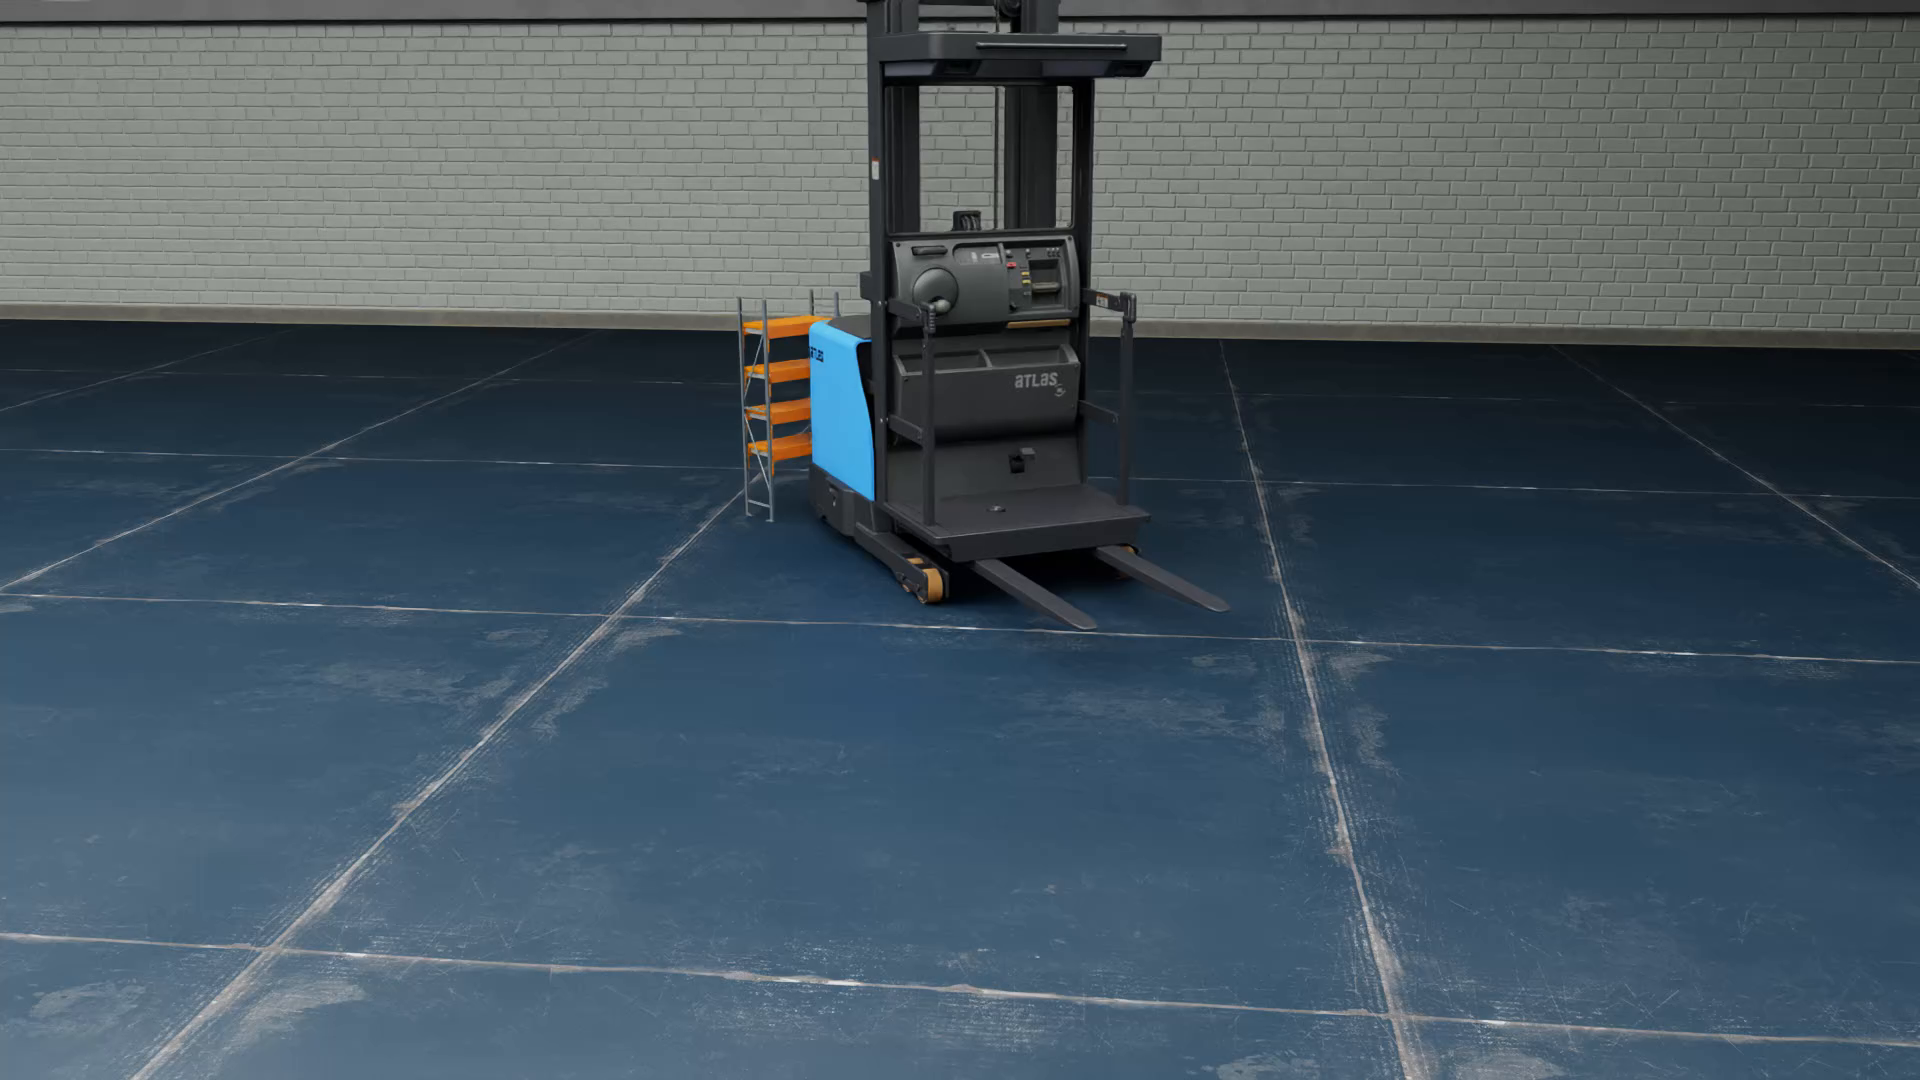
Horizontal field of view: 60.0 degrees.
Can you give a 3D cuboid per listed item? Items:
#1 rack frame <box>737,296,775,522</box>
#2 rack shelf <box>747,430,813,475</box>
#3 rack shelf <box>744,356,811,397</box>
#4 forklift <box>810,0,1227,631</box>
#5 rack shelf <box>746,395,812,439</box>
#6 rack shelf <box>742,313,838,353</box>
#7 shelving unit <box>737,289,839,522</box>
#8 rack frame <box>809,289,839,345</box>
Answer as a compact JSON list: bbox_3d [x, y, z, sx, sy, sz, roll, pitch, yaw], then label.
[{"bbox_3d":[-1.097,-0.699,8.940,0.015,1.200,0.240,-14,20,-42],"label":"rack frame"},{"bbox_3d":[-0.918,-0.485,9.169,0.480,0.148,0.258,-14,20,-42],"label":"rack shelf"},{"bbox_3d":[-0.922,-0.894,9.062,0.480,0.148,0.258,-14,20,-42],"label":"rack shelf"},{"bbox_3d":[0.208,-1.247,7.659,1.130,2.935,3.031,-6,16,-21],"label":"forklift"},{"bbox_3d":[-0.920,-0.677,9.119,0.480,0.148,0.258,-14,20,-42],"label":"rack shelf"},{"bbox_3d":[-0.924,-1.123,9.003,0.480,0.148,0.258,-14,20,-42],"label":"rack shelf"},{"bbox_3d":[-0.920,-0.742,9.102,0.503,1.200,0.258,-14,20,-42],"label":"shelving unit"},{"bbox_3d":[-0.743,-0.786,9.264,0.015,1.200,0.240,-14,20,-42],"label":"rack frame"}]
